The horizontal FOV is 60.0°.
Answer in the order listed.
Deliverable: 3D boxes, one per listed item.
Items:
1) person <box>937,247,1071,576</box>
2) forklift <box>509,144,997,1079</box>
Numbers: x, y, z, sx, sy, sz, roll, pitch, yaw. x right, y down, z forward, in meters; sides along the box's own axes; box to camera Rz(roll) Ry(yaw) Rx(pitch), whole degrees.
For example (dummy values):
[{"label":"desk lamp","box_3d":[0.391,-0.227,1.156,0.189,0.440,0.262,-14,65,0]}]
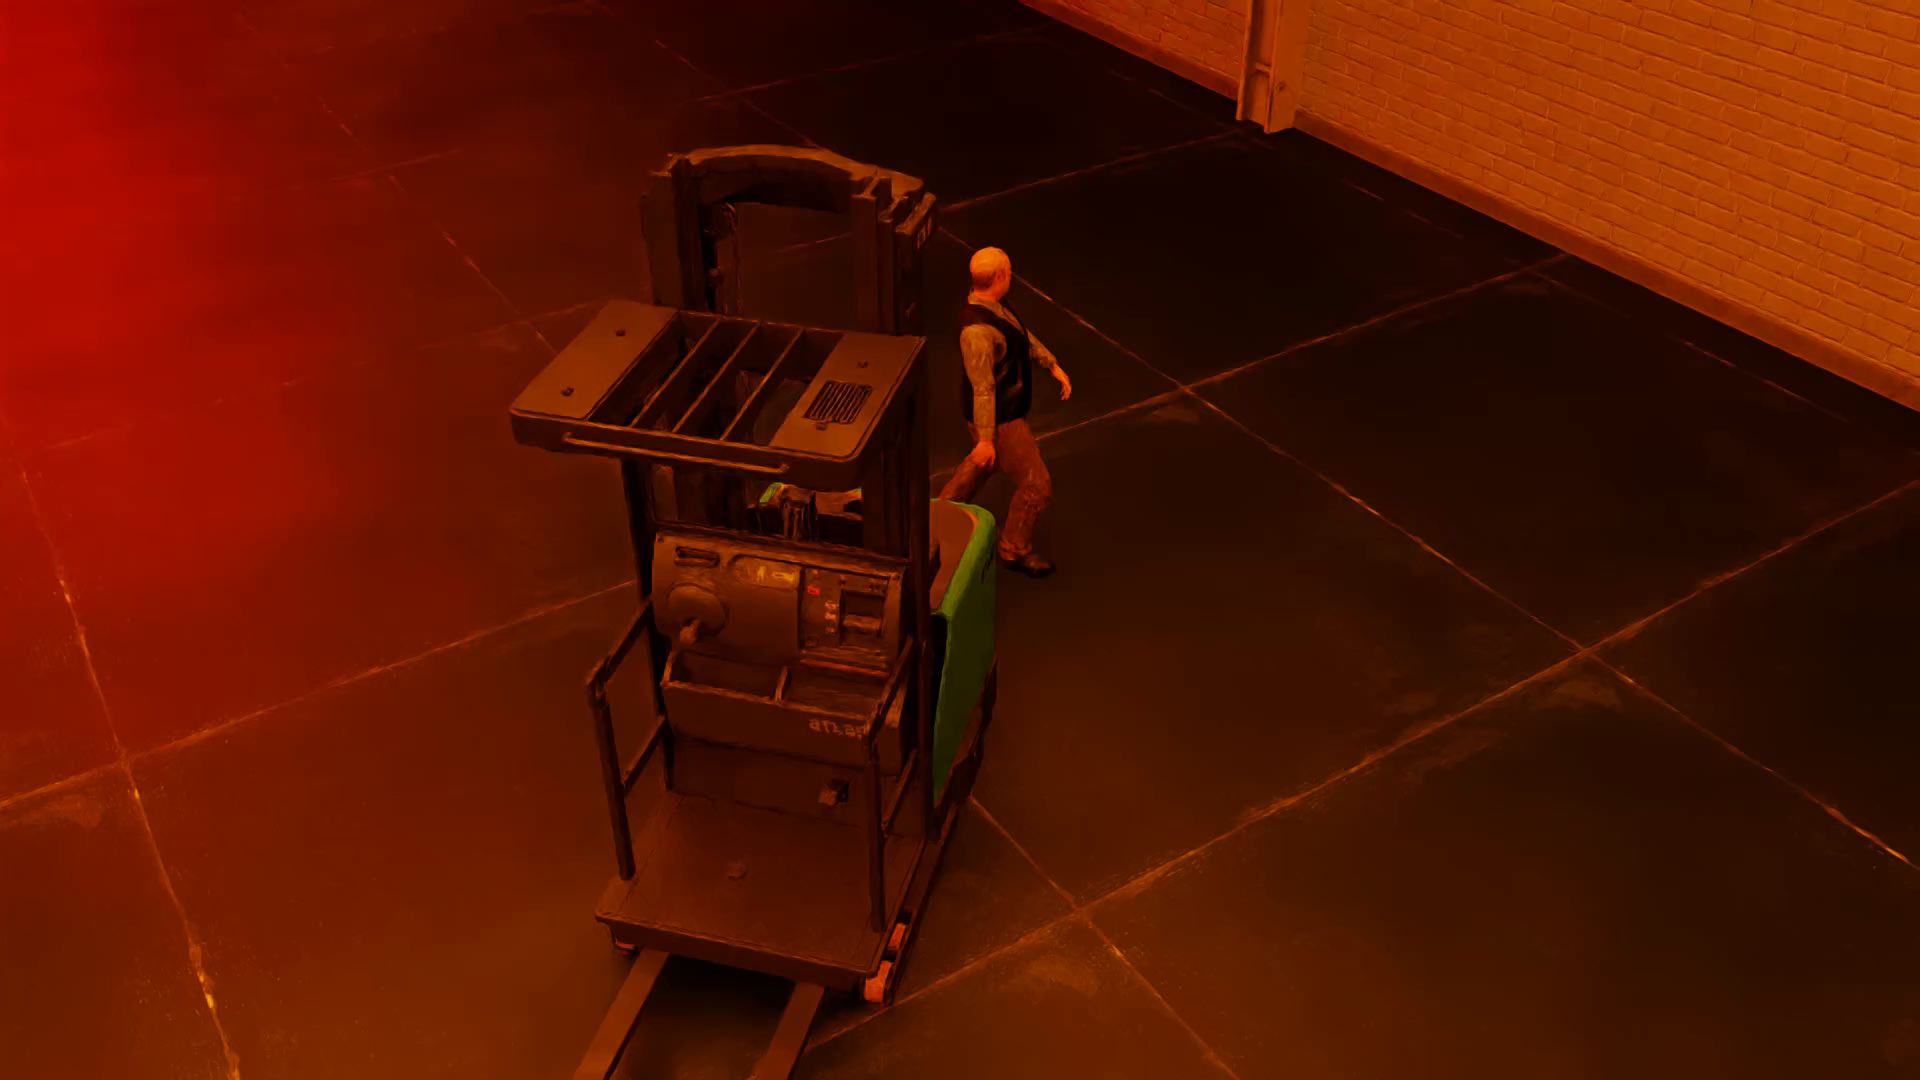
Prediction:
[{"label":"person","box_3d":[0.198,-0.631,8.167,0.723,1.659,0.662,-1,35,-2]},{"label":"forklift","box_3d":[-0.707,0.285,5.742,1.130,2.935,3.031,9,36,12]}]
